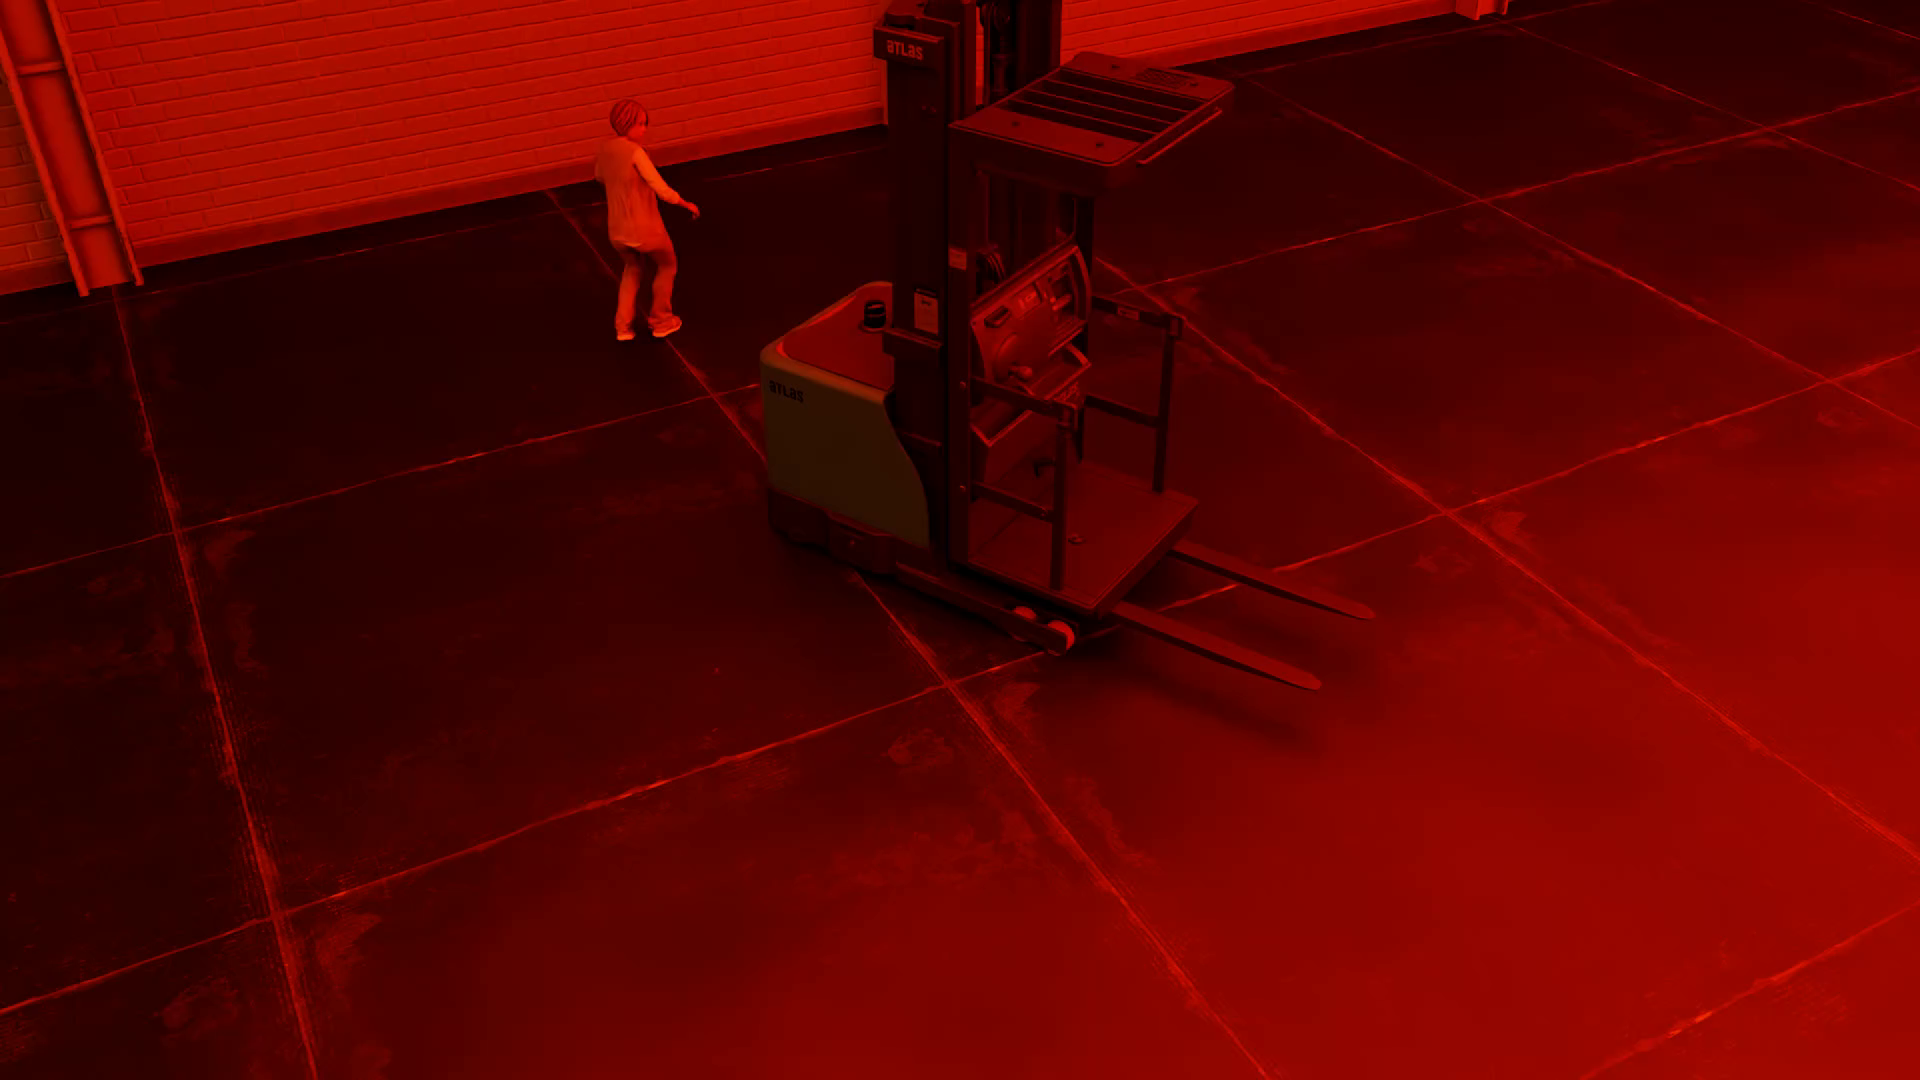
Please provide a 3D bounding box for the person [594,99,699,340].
[{"bbox_3d":[-1.909,-1.927,10.094,0.658,1.526,0.626,15,38,20],"label":"person"}]

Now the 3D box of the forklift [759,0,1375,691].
[{"bbox_3d":[0.506,-1.000,7.537,3.031,2.935,1.130,21,40,27],"label":"forklift"}]
